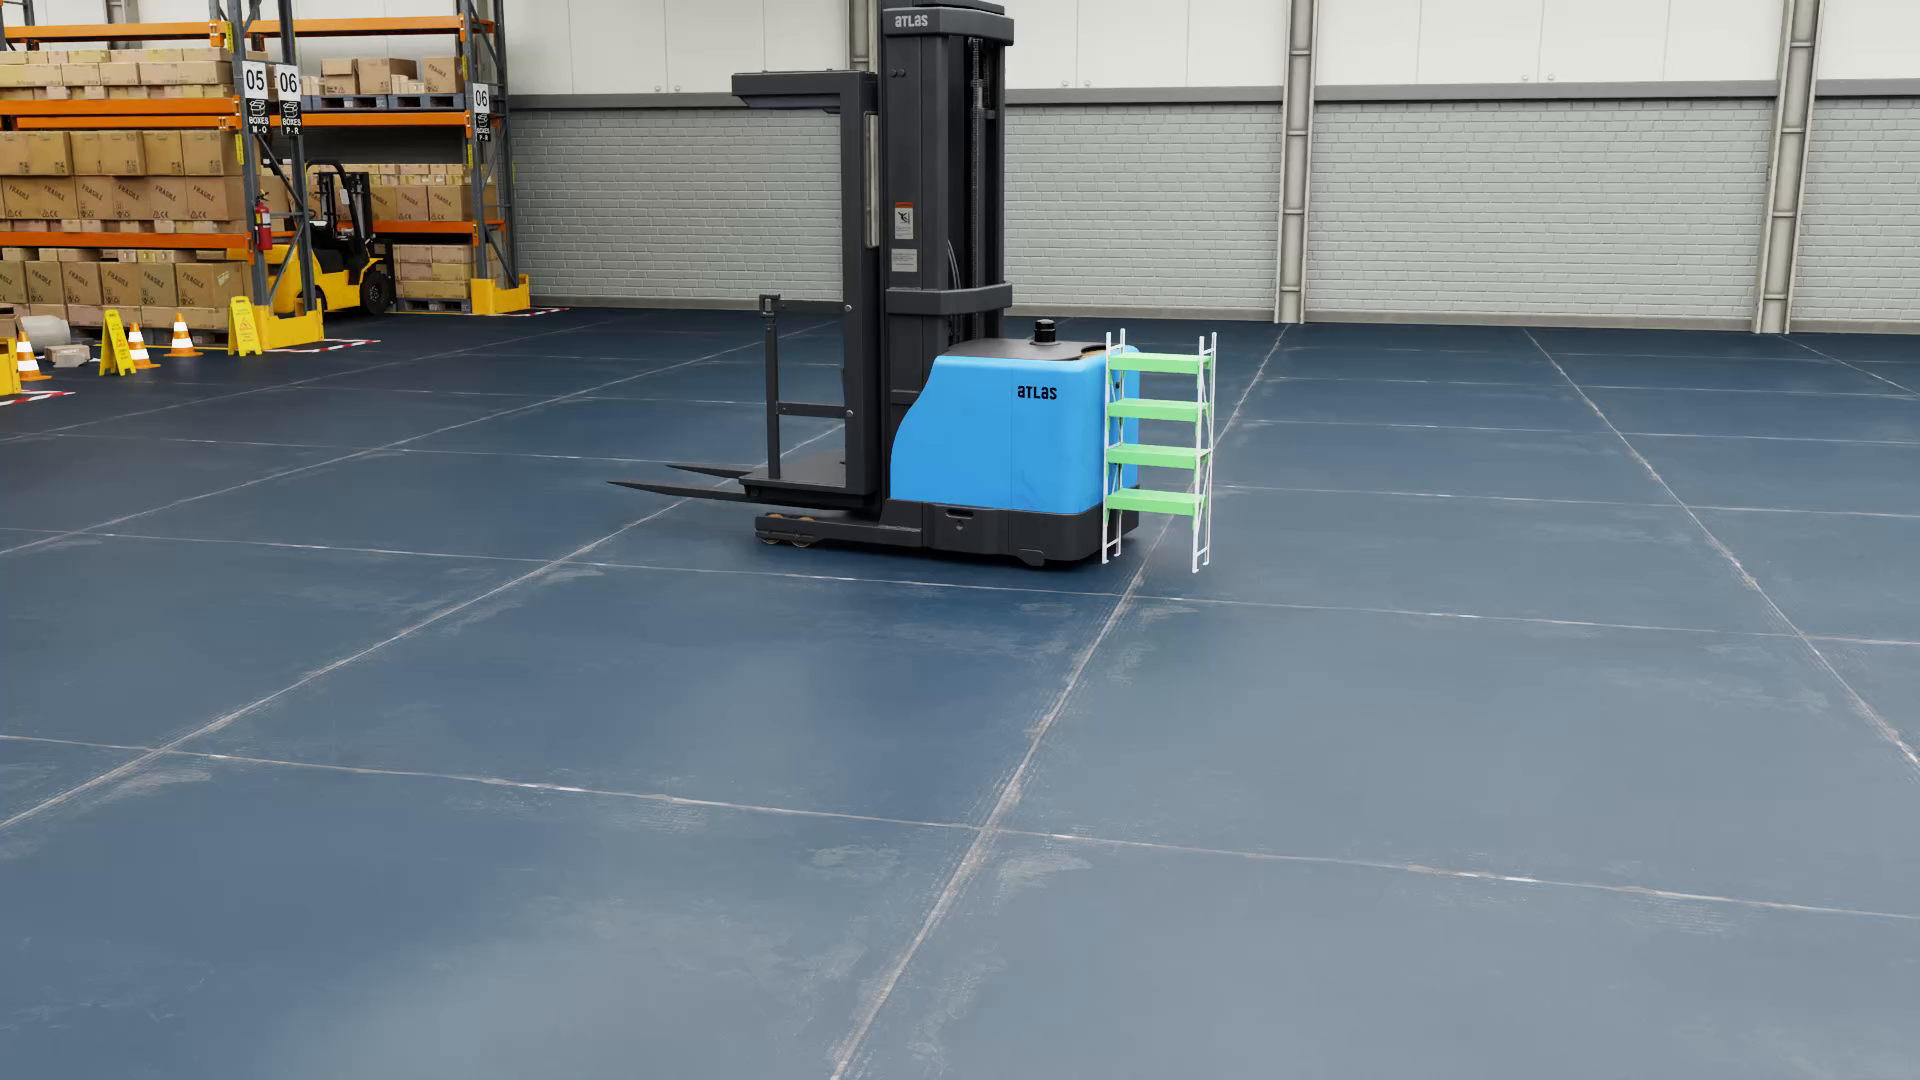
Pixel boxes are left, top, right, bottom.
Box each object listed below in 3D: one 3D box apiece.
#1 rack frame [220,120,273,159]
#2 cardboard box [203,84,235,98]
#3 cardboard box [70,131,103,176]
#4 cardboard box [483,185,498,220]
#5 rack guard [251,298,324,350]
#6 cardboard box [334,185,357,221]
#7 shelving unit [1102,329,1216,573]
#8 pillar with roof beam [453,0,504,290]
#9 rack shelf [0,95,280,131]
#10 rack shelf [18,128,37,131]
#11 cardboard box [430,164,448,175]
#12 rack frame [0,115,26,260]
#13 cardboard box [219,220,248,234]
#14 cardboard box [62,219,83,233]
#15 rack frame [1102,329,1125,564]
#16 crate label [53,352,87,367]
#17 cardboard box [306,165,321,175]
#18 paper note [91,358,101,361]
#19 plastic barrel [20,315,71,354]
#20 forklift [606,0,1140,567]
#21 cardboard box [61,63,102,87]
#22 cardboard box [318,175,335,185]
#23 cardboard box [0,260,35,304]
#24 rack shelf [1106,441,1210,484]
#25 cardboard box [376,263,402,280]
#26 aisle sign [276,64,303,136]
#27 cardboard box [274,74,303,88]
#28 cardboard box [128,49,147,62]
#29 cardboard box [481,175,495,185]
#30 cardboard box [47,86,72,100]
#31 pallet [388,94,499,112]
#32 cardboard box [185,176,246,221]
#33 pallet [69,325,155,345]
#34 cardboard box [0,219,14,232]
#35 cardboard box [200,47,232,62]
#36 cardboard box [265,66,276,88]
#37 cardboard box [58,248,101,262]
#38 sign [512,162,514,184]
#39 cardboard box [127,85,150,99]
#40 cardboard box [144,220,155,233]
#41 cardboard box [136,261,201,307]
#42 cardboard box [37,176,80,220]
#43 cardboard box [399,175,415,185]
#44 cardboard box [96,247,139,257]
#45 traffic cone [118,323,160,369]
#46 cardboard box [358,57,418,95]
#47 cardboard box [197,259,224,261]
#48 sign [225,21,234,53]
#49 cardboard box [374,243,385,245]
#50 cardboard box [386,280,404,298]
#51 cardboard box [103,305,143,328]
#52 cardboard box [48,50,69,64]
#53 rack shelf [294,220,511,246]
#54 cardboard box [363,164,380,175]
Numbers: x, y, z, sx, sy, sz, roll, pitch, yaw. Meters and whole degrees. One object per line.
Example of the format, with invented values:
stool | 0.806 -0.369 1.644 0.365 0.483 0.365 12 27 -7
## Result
rack frame | -10.609 -5.021 24.938 0.127 3.000 1.000 3 13 14
cardboard box | -8.325 -5.071 18.818 0.250 0.149 0.380 3 13 14
cardboard box | -9.920 -4.520 19.454 0.500 0.500 0.700 3 13 13
cardboard box | -7.140 -4.946 24.371 0.500 0.500 0.500 3 13 15
rack guard | -7.985 -2.553 19.586 0.348 0.500 1.175 3 13 14
cardboard box | -8.756 -4.912 24.215 0.500 0.500 0.500 3 13 14
shelving unit | 1.021 -0.464 8.556 0.503 1.200 0.258 6 14 24
pillar with roof beam | -8.217 -7.062 20.290 0.400 9.000 9.100 3 13 14
rack shelf | -9.853 -4.986 19.518 4.000 0.370 1.077 3 13 14
rack shelf | -16.435 -6.445 26.095 4.000 0.370 1.077 3 13 14
cardboard box | -7.371 -5.304 23.802 0.250 0.149 0.380 3 13 14
rack frame | -11.795 -3.977 20.233 0.127 3.000 1.000 3 13 14
cardboard box | -8.326 -3.621 19.209 0.250 0.149 0.380 4 13 15
cardboard box | -10.326 -3.702 19.574 0.250 0.149 0.380 3 13 14
rack frame | 0.799 -0.486 8.655 0.015 1.200 0.240 6 14 24
crate label | -9.352 -1.899 17.479 0.298 0.136 0.250 -4 13 -16
cardboard box | -9.362 -5.404 24.250 0.250 0.149 0.380 3 13 13
paper note | -9.306 -1.950 17.953 0.142 0.019 0.148 -1 13 -6
plastic barrel | -10.280 -2.300 18.624 0.512 0.421 0.421 -9 15 -35
forklift | -0.566 -1.487 9.170 3.031 2.935 1.130 6 14 24
cardboard box | -9.957 -5.353 19.172 0.500 0.250 0.500 3 13 14
cardboard box | -9.127 -5.242 24.207 0.250 0.149 0.380 3 13 12
cardboard box | -11.287 -3.118 20.010 0.500 0.500 0.500 4 13 16
rack shelf | 1.021 -0.402 8.569 0.480 0.148 0.258 6 14 24
cardboard box | -8.264 -3.930 24.247 0.500 0.250 0.500 3 13 12
aisle sign | -7.777 -5.100 19.295 0.004 0.787 0.394 3 13 14
cardboard box | -9.860 -6.601 24.141 0.500 0.311 0.500 3 13 15
cardboard box | -9.274 -5.525 19.024 0.250 0.149 0.380 3 13 14
cardboard box | -6.993 -5.251 24.247 0.250 0.149 0.380 3 13 12
cardboard box | -10.320 -5.165 19.245 0.250 0.149 0.380 3 13 12
pallet | -7.406 -6.277 23.877 1.213 0.211 1.003 3 13 14
cardboard box | -8.504 -3.933 19.120 0.500 0.500 0.500 3 13 13
pallet | -9.946 -2.525 20.128 1.213 0.211 1.003 3 13 14
cardboard box | -11.308 -3.768 19.872 0.250 0.149 0.380 3 13 15
cardboard box | -8.311 -5.456 18.712 0.250 0.149 0.380 3 13 14
cardboard box | -8.336 -5.388 19.327 0.500 0.250 0.500 3 13 13
cardboard box | -10.418 -3.376 19.675 0.250 0.149 0.380 4 13 17
sign | -6.587 -5.391 24.425 0.005 0.325 0.100 3 13 14
cardboard box | -9.307 -5.128 19.075 0.250 0.149 0.380 3 13 13
cardboard box | -9.314 -3.678 19.468 0.250 0.149 0.380 3 13 14
cardboard box | -9.259 -3.011 19.527 0.500 0.500 0.500 4 13 16
cardboard box | -10.457 -4.039 19.598 0.500 0.500 0.500 3 13 13
cardboard box | -7.860 -5.186 23.956 0.250 0.149 0.380 3 13 13
cardboard box | -13.254 -4.207 25.782 0.625 0.625 0.875 3 13 15
traffic cone | -8.574 -2.031 17.318 0.334 0.463 0.336 3 13 14
cardboard box | -8.184 -6.626 23.818 0.500 0.500 0.700 3 13 14
cardboard box | -9.160 -3.125 20.042 0.500 0.500 0.500 3 13 11
sign | -8.064 -5.550 18.355 0.005 0.325 0.100 3 13 14
cardboard box | -8.727 -4.200 24.307 0.500 0.250 0.500 3 13 12
cardboard box | -8.222 -3.689 24.316 0.500 0.250 0.500 3 13 14
cardboard box | -9.771 -2.672 19.729 0.500 0.250 0.500 3 13 12
cardboard box | -10.290 -5.567 19.213 0.250 0.149 0.380 3 13 13
rack shelf | -8.668 -4.566 24.549 4.000 0.370 1.077 3 13 14
cardboard box | -8.387 -5.343 23.977 0.250 0.149 0.380 3 13 15
